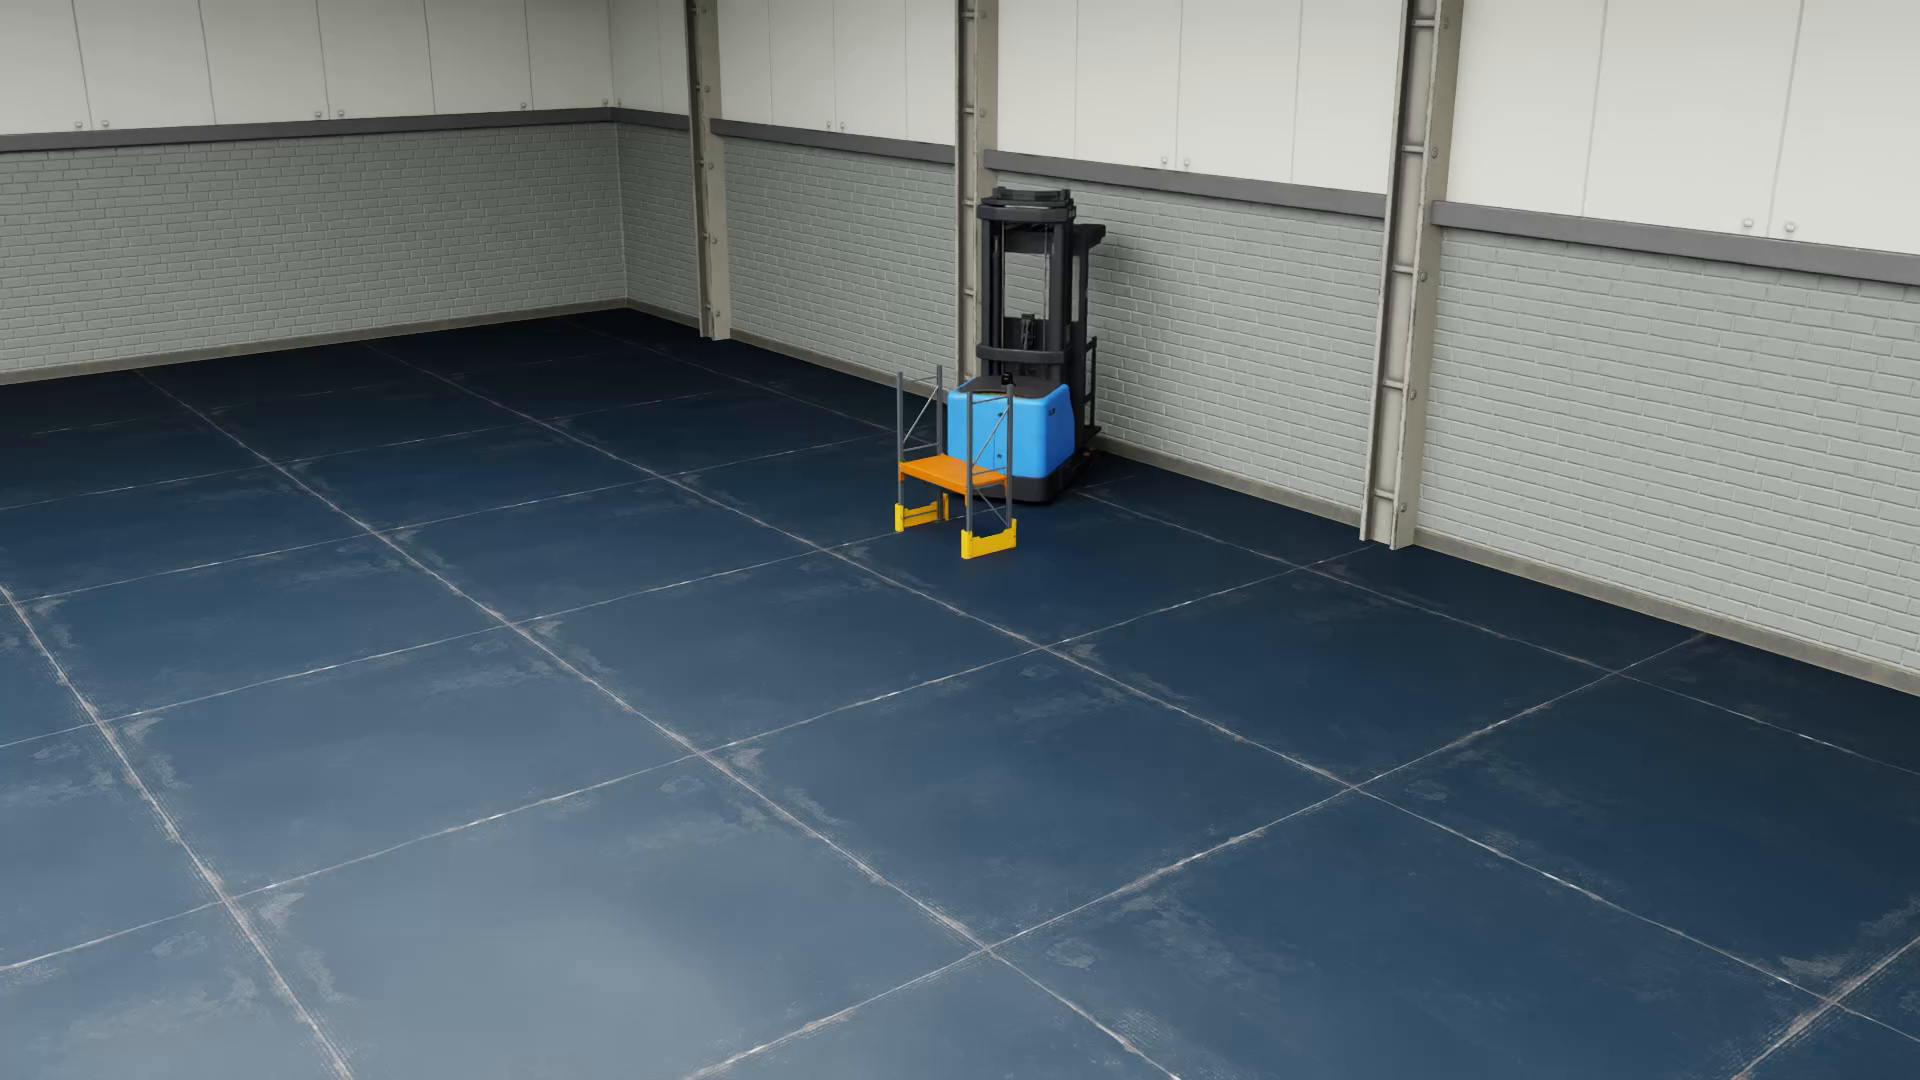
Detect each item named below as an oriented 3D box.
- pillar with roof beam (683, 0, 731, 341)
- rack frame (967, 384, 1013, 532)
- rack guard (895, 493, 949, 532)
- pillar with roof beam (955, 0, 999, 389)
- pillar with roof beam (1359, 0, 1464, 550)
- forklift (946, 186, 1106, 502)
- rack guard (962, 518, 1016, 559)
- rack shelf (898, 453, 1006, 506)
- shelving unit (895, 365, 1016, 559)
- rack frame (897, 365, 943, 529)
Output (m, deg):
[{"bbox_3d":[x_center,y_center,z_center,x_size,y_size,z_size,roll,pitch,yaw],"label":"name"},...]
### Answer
[{"bbox_3d":[-6.917,-6.378,20.195,9.100,9.000,0.400,-14,23,-36],"label":"pillar with roof beam"},{"bbox_3d":[0.263,-0.608,14.699,0.500,1.500,0.032,-14,23,-36],"label":"rack frame"},{"bbox_3d":[-0.357,-0.260,15.638,0.587,0.250,0.087,-14,23,-36],"label":"rack guard"},{"bbox_3d":[-3.192,-4.899,15.730,9.100,9.000,0.400,-14,23,-36],"label":"pillar with roof beam"},{"bbox_3d":[0.533,-3.421,11.265,9.100,9.000,0.400,-14,23,-36],"label":"pillar with roof beam"},{"bbox_3d":[0.843,-2.186,17.188,1.130,2.935,3.031,7,19,19],"label":"forklift"},{"bbox_3d":[0.262,-0.015,14.897,0.587,0.250,0.087,-14,23,-36],"label":"rack guard"},{"bbox_3d":[-0.053,-0.562,15.134,0.538,0.185,1.000,-14,23,-36],"label":"rack shelf"},{"bbox_3d":[-0.047,-0.731,15.071,0.587,1.500,1.083,-14,23,-36],"label":"shelving unit"},{"bbox_3d":[-0.369,-0.858,15.456,0.500,1.500,0.032,-14,23,-36],"label":"rack frame"}]
